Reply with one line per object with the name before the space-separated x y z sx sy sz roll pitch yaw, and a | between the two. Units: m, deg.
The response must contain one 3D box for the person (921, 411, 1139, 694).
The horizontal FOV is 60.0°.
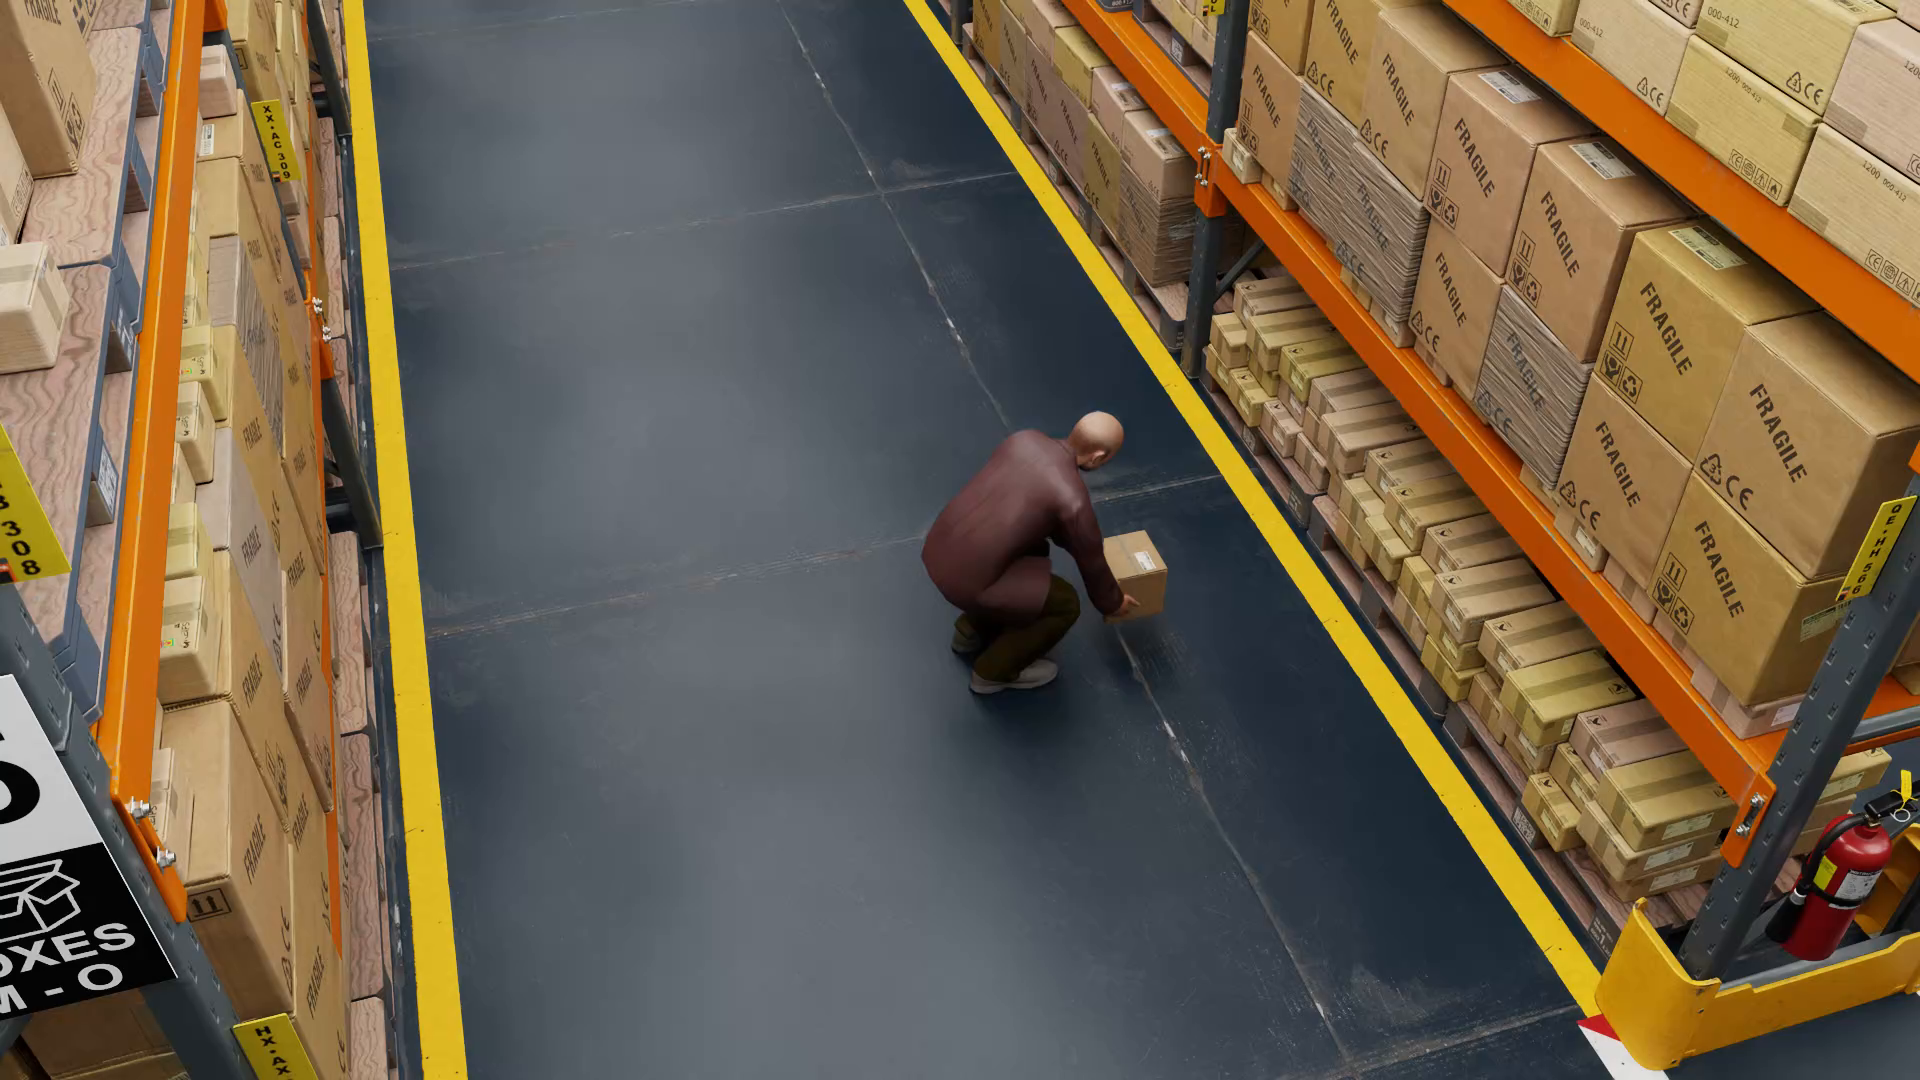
person | 0.258 0.042 6.614 0.852 1.128 0.620 -12 43 -13
